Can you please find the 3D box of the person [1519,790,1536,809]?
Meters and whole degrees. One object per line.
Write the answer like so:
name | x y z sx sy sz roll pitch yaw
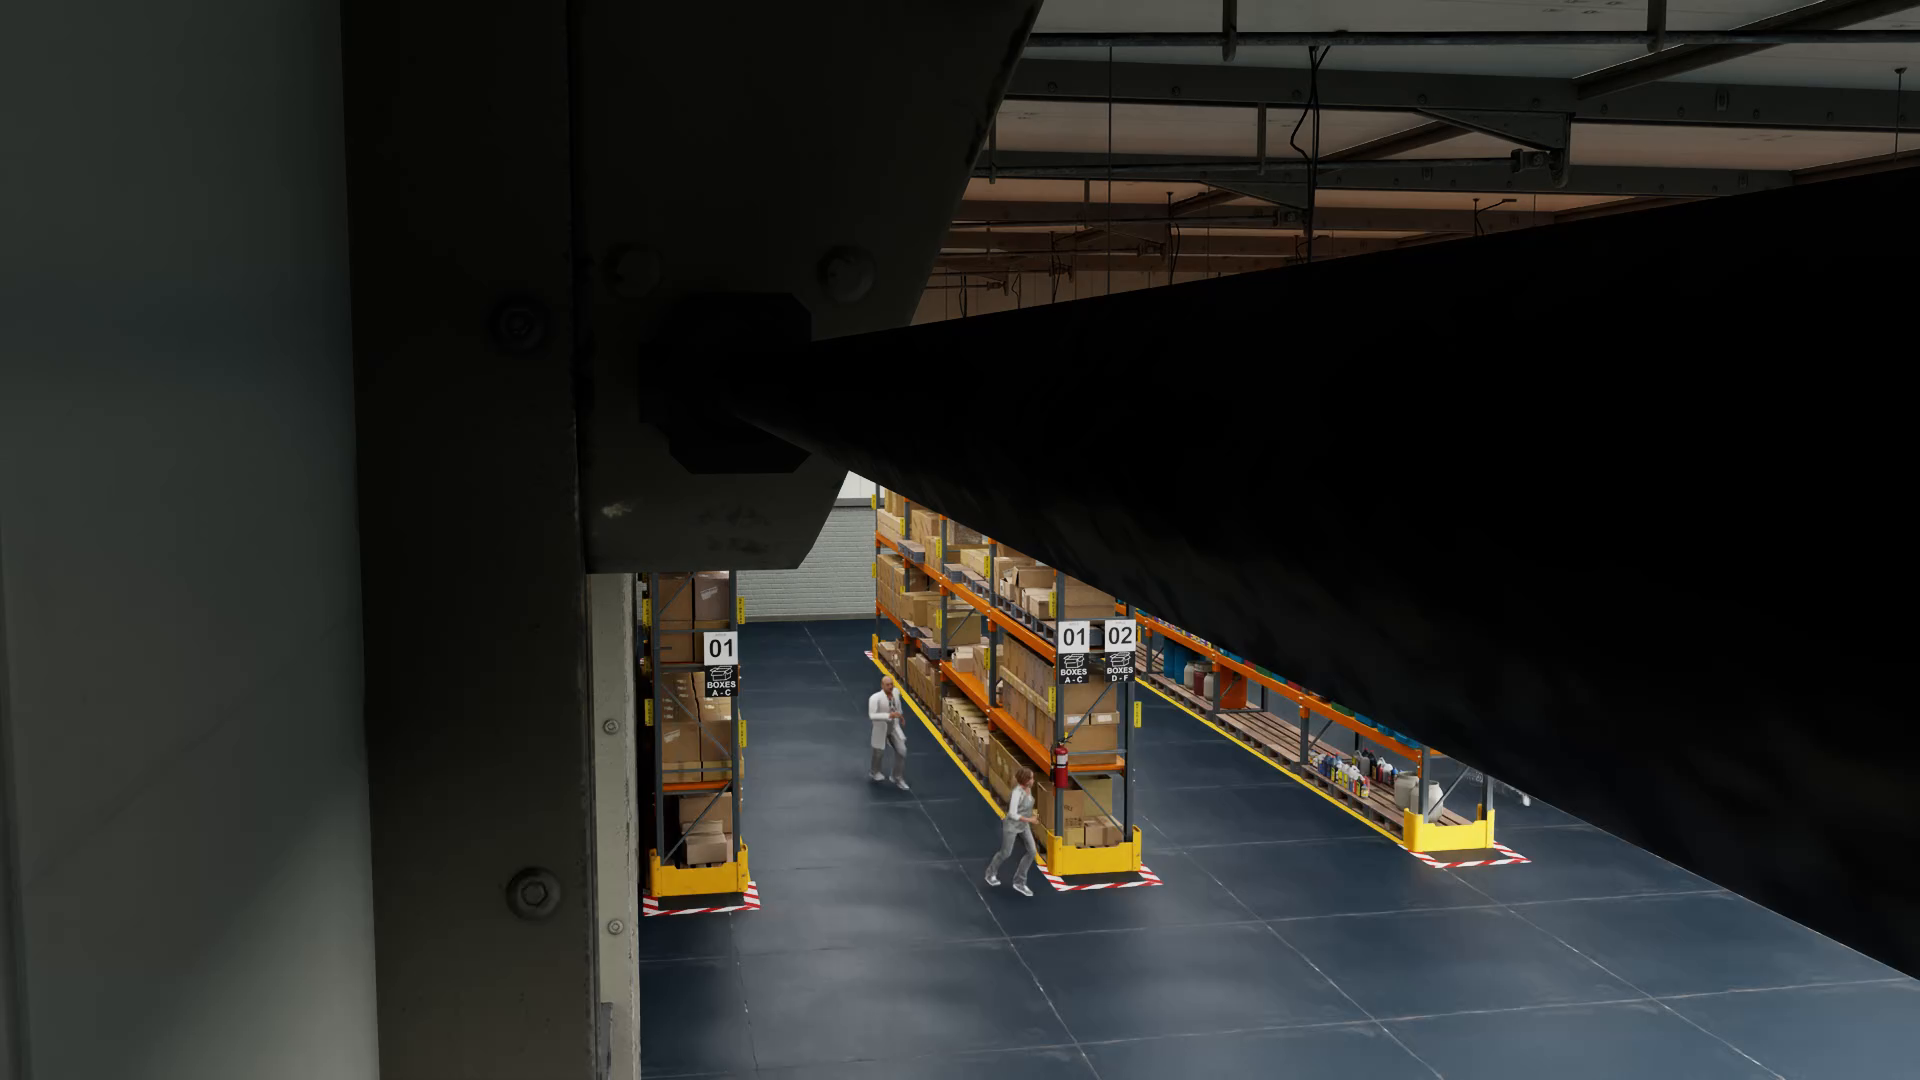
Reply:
person | 8.439 3.007 24.289 0.629 1.645 0.852 -1 6 -12

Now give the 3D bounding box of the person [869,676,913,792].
person | -1.135 2.896 25.132 0.703 1.777 0.967 -3 7 -28

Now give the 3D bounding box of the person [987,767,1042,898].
person | 0.643 3.498 20.088 0.730 1.597 0.528 4 7 35
